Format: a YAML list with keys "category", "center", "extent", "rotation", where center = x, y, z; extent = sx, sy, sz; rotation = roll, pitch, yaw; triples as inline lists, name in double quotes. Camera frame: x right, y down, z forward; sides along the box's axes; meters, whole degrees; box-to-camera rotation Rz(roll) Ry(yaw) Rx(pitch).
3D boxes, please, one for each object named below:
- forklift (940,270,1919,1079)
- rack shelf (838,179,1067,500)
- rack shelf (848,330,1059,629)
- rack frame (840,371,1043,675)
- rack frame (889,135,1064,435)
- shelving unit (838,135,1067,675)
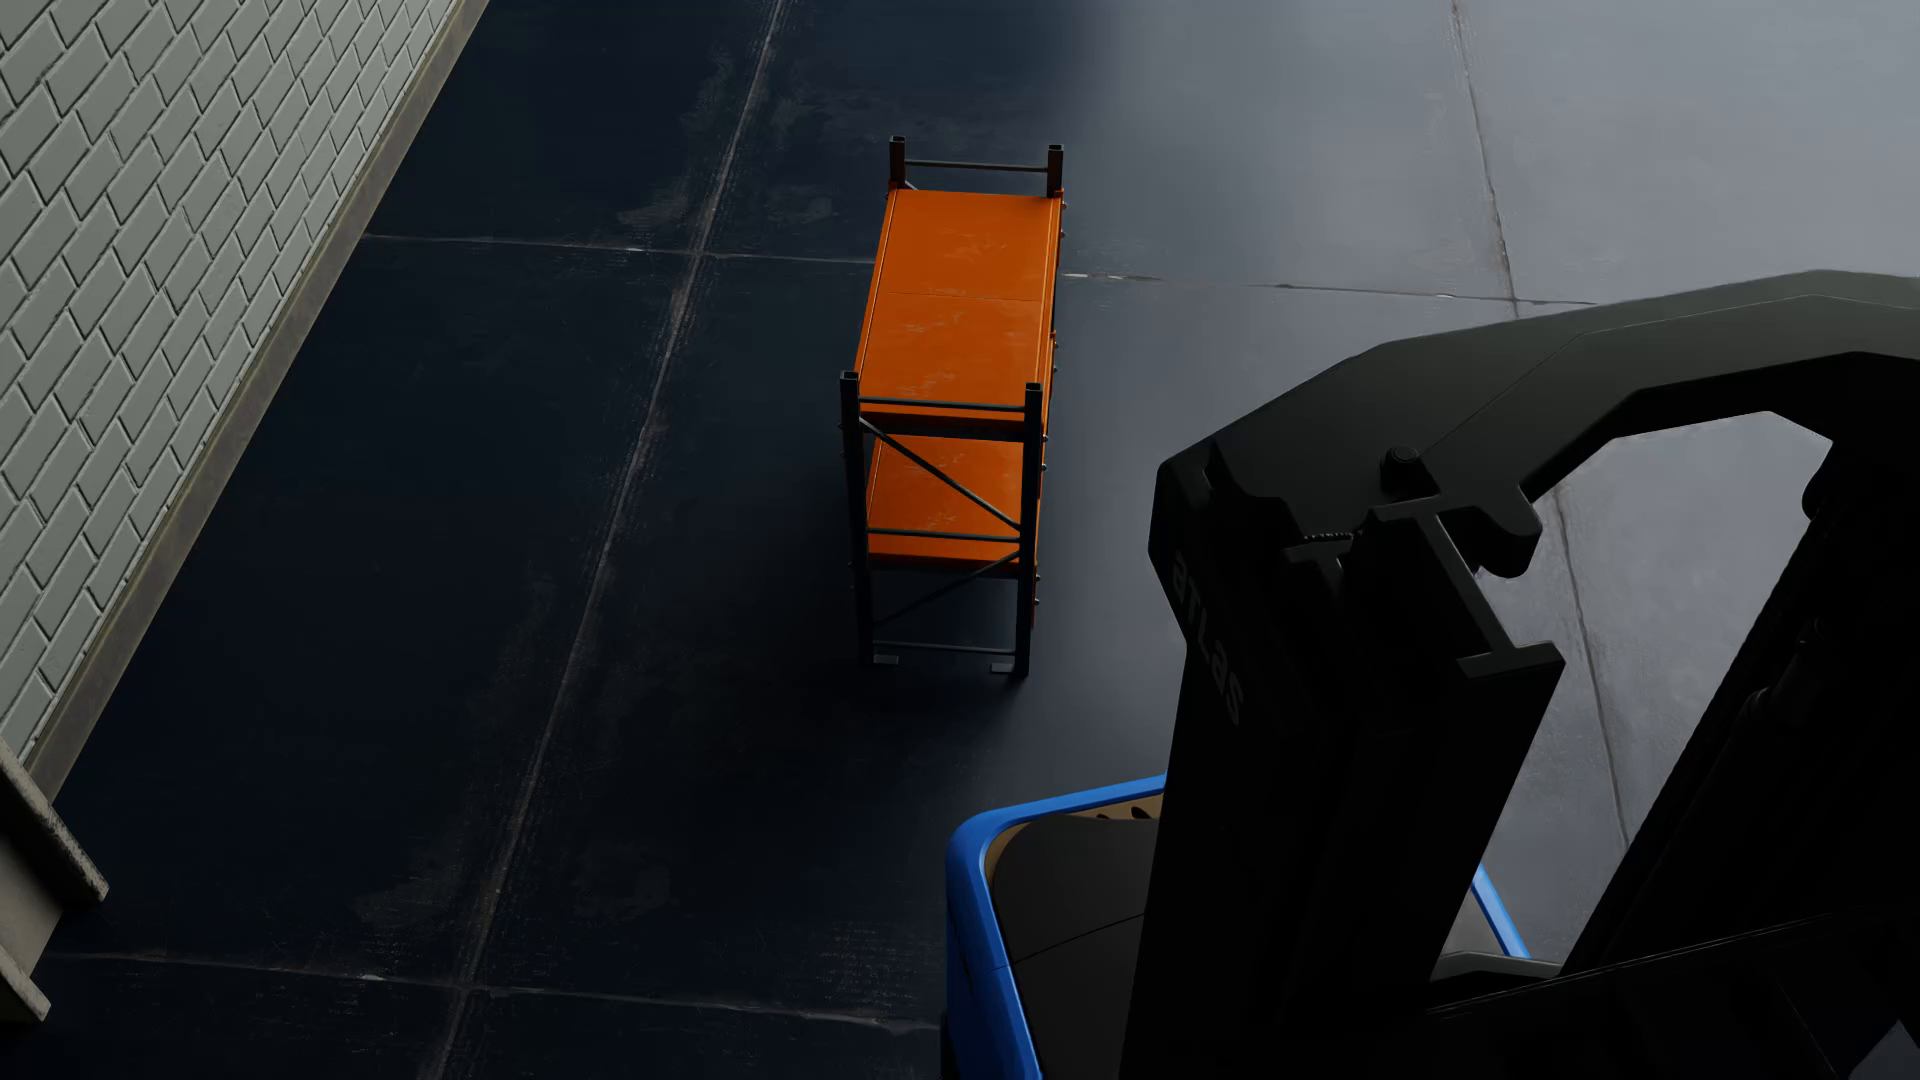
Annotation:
- category: "forklift"
  center: [0.804, 1.262, 2.109]
  extent: [1.130, 2.935, 3.031]
  rotation: [-10, 48, -9]
- category: "rack shelf"
  center: [0.001, -0.582, 4.623]
  extent: [0.538, 0.278, 1.000]
  rotation: [4, 48, 4]
- category: "rack shelf"
  center: [0.001, -0.220, 5.020]
  extent: [0.538, 0.278, 1.000]
  rotation: [4, 48, 4]
- category: "rack frame"
  center: [-0.046, -0.011, 4.498]
  extent: [0.500, 1.125, 0.032]
  rotation: [4, 48, 4]
- category: "rack frame"
  center: [0.047, -0.758, 5.181]
  extent: [0.500, 1.125, 0.032]
  rotation: [4, 48, 4]
- category: "shelving unit"
  center: [0.001, -0.385, 4.839]
  extent: [0.538, 1.125, 1.048]
  rotation: [4, 48, 4]
